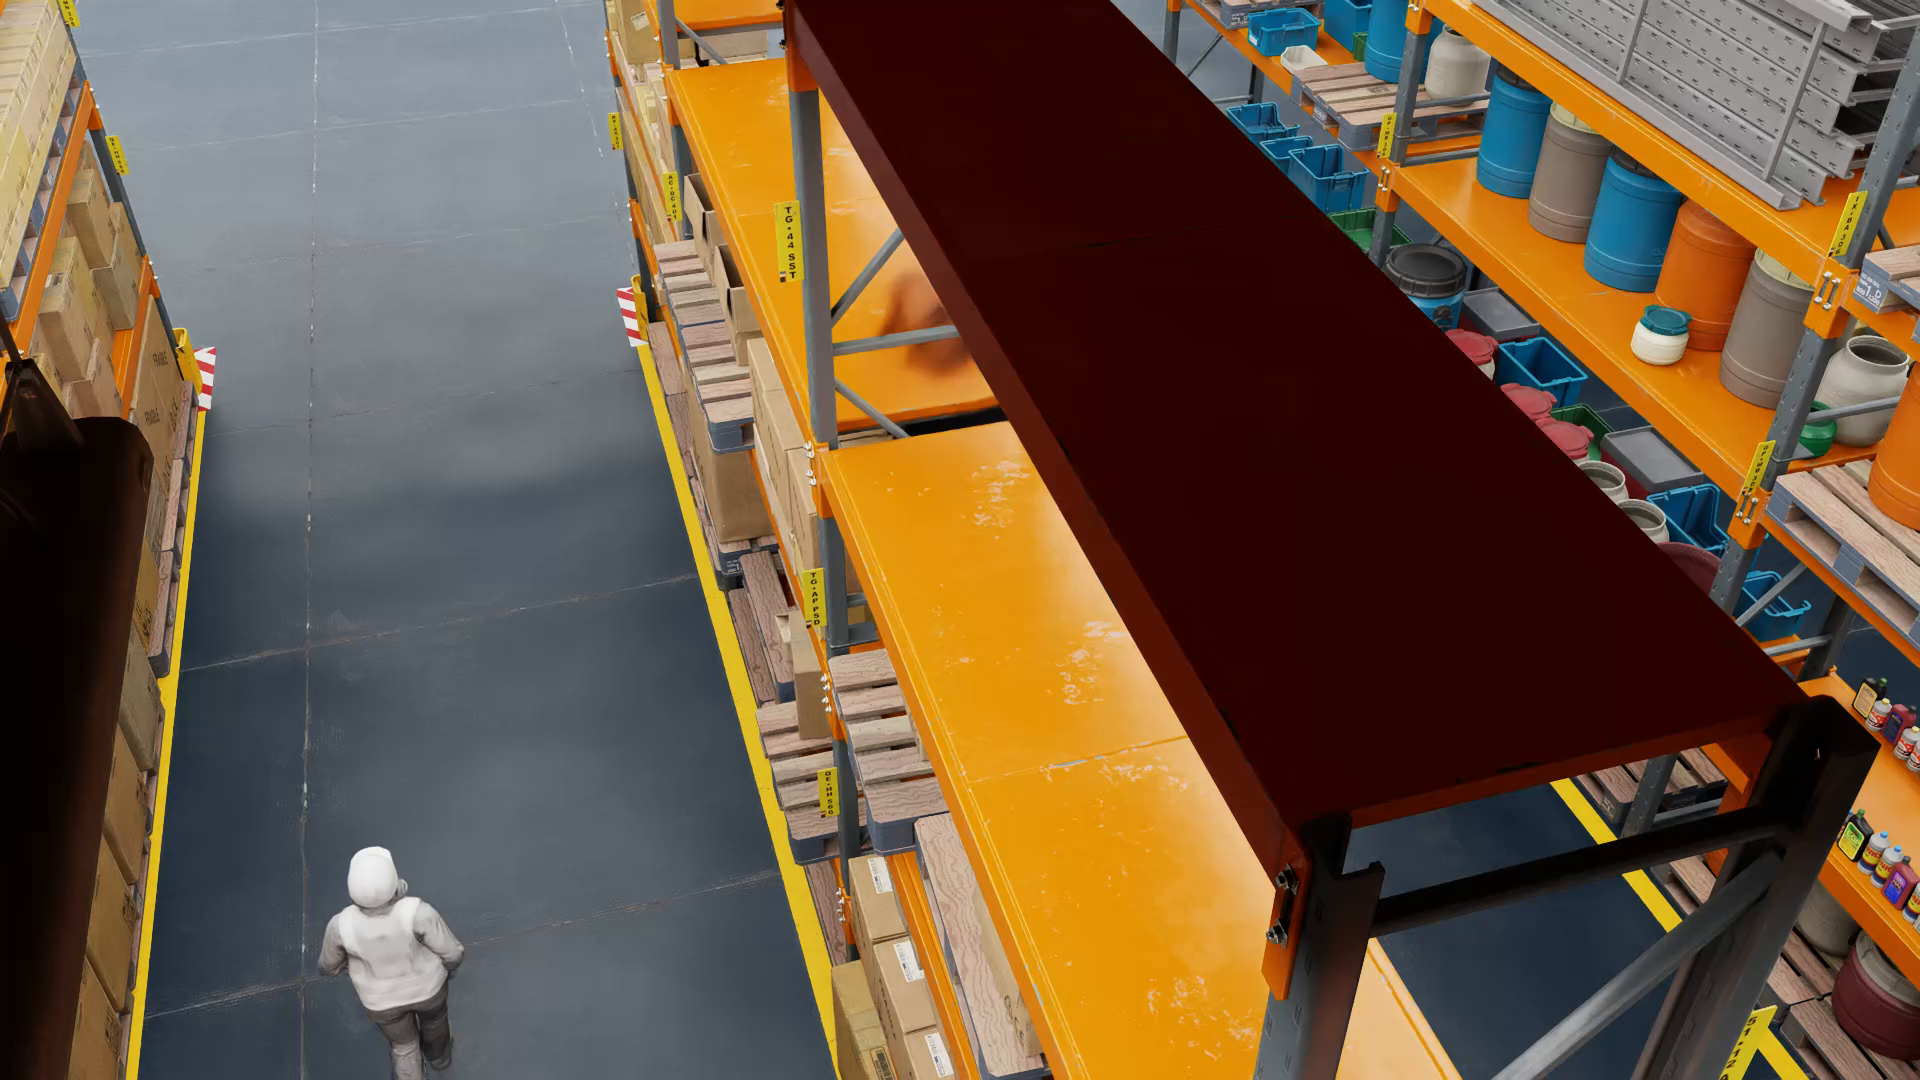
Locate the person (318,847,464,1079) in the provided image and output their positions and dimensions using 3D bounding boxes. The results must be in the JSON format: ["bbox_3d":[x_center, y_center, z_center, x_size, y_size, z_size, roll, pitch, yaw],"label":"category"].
[{"bbox_3d":[-2.738,2.197,8.188,0.673,1.788,0.791,-11,40,-13],"label":"person"}]
